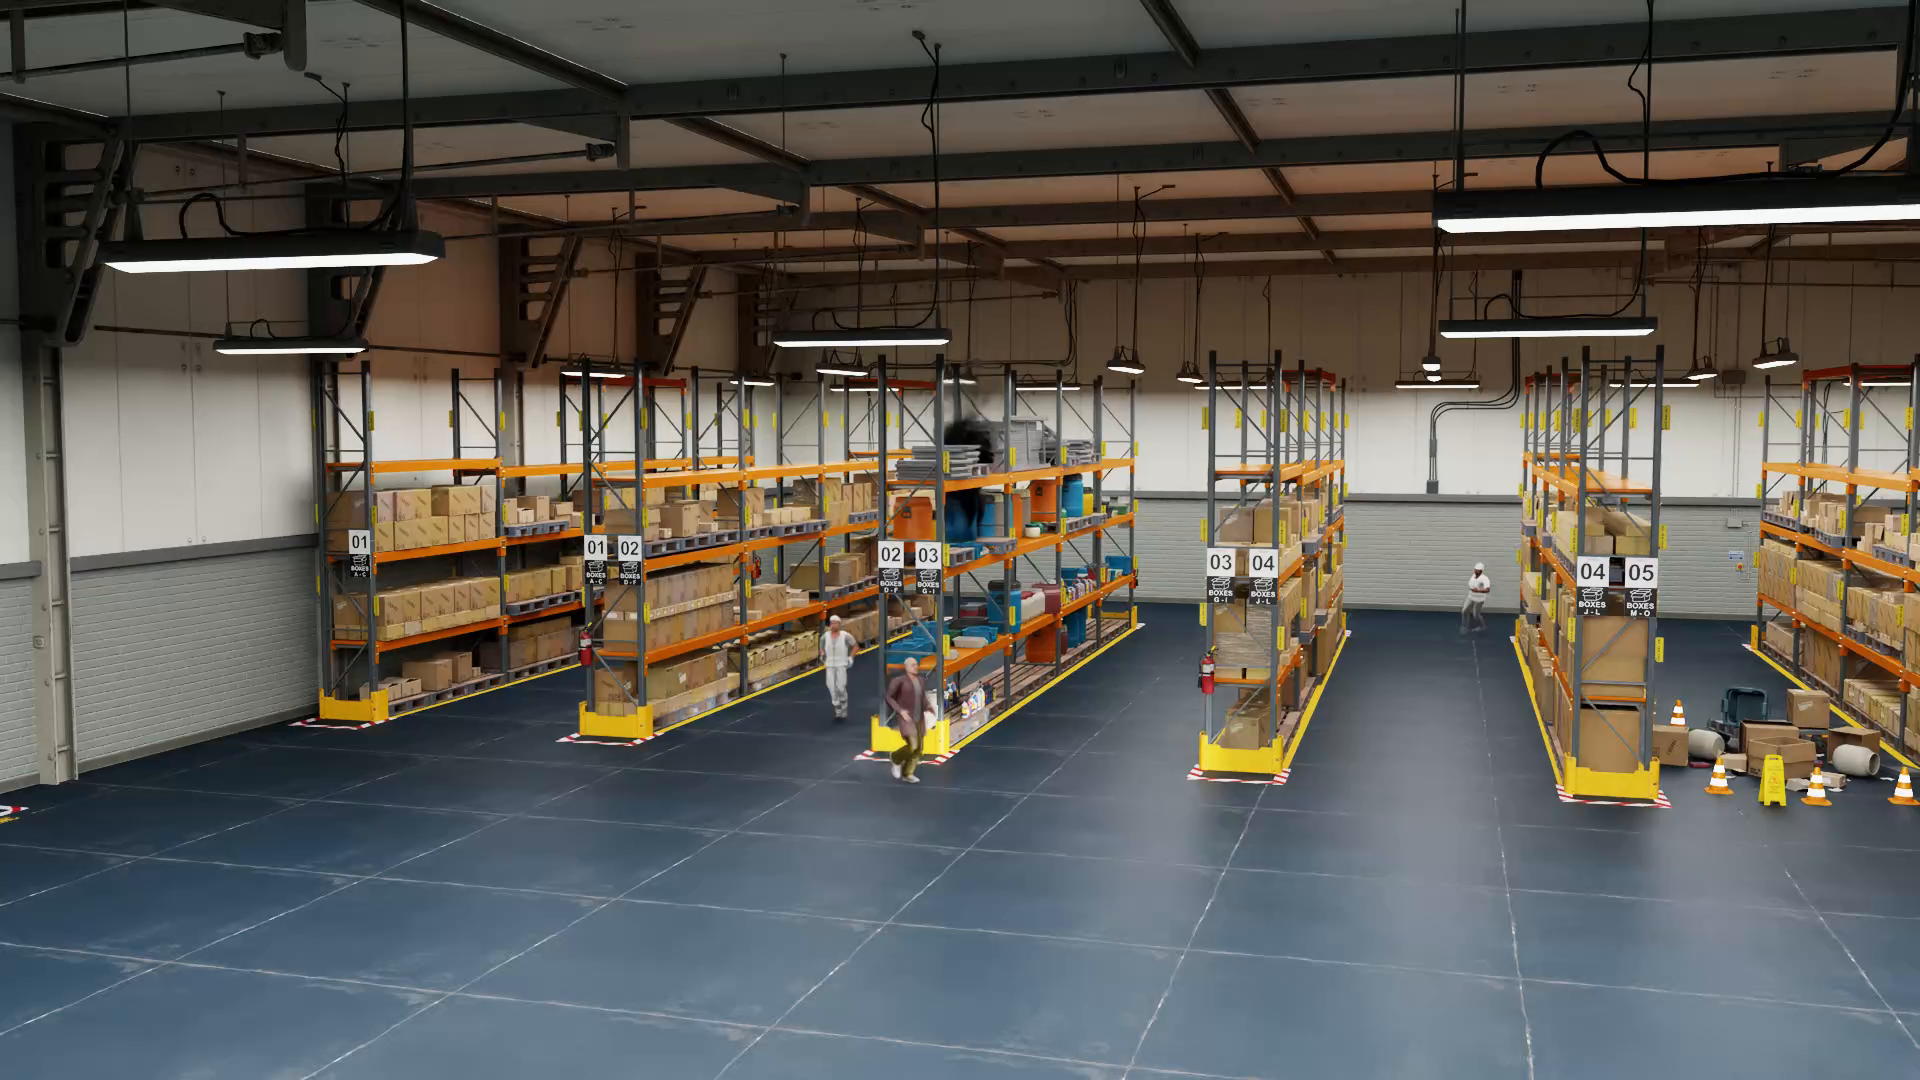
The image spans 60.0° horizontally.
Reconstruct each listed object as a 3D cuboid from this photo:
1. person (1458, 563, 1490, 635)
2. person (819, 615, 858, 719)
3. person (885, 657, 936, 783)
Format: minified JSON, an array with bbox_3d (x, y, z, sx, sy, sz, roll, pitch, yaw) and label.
[{"bbox_3d":[12.141,1.415,38.871,0.696,1.770,0.841,-2,4,-24],"label":"person"},{"bbox_3d":[-2.065,2.130,27.742,0.629,1.746,0.631,1,4,11],"label":"person"},{"bbox_3d":[-0.675,2.489,22.996,0.692,1.730,0.630,-4,6,-44],"label":"person"}]
